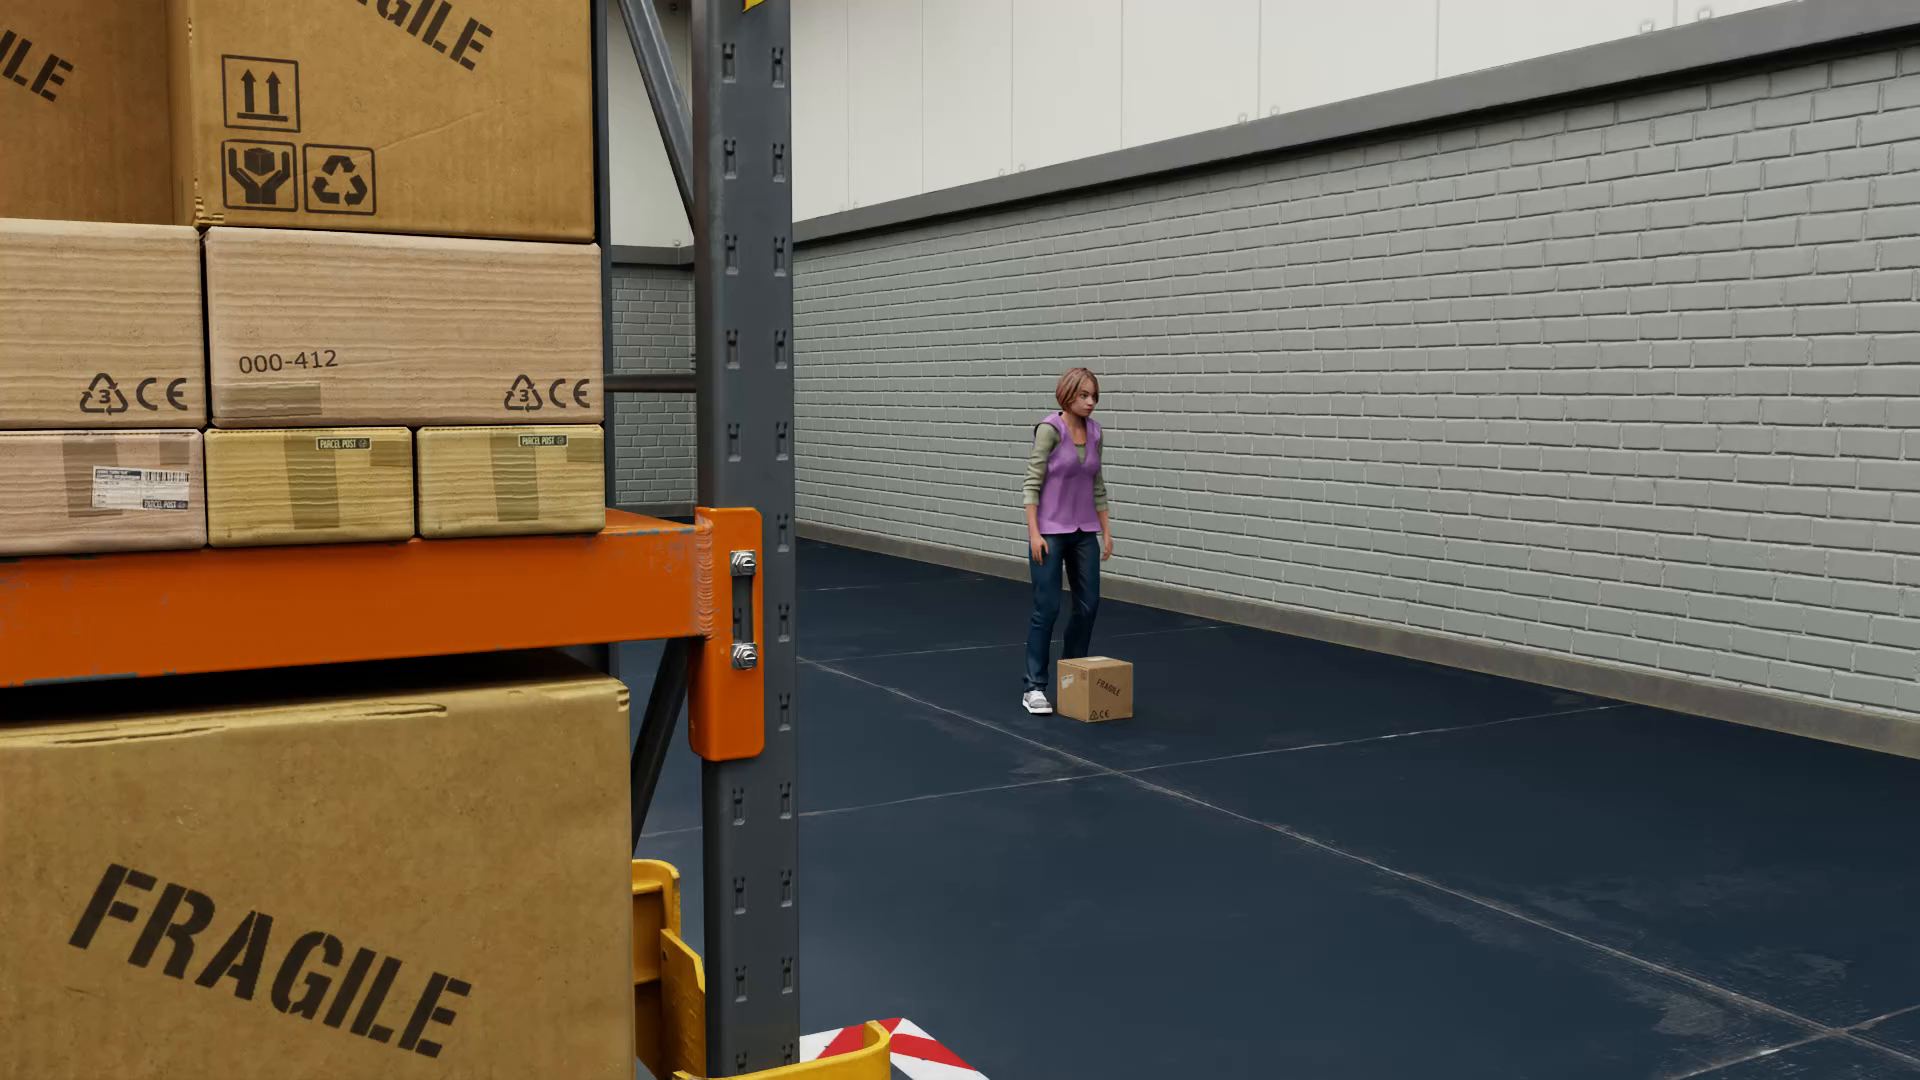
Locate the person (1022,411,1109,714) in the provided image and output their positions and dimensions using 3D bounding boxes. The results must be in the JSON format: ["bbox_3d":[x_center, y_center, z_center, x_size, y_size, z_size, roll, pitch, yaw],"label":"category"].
[{"bbox_3d":[0.496,0.095,7.788,0.483,1.392,0.337,-3,6,-31],"label":"person"}]
